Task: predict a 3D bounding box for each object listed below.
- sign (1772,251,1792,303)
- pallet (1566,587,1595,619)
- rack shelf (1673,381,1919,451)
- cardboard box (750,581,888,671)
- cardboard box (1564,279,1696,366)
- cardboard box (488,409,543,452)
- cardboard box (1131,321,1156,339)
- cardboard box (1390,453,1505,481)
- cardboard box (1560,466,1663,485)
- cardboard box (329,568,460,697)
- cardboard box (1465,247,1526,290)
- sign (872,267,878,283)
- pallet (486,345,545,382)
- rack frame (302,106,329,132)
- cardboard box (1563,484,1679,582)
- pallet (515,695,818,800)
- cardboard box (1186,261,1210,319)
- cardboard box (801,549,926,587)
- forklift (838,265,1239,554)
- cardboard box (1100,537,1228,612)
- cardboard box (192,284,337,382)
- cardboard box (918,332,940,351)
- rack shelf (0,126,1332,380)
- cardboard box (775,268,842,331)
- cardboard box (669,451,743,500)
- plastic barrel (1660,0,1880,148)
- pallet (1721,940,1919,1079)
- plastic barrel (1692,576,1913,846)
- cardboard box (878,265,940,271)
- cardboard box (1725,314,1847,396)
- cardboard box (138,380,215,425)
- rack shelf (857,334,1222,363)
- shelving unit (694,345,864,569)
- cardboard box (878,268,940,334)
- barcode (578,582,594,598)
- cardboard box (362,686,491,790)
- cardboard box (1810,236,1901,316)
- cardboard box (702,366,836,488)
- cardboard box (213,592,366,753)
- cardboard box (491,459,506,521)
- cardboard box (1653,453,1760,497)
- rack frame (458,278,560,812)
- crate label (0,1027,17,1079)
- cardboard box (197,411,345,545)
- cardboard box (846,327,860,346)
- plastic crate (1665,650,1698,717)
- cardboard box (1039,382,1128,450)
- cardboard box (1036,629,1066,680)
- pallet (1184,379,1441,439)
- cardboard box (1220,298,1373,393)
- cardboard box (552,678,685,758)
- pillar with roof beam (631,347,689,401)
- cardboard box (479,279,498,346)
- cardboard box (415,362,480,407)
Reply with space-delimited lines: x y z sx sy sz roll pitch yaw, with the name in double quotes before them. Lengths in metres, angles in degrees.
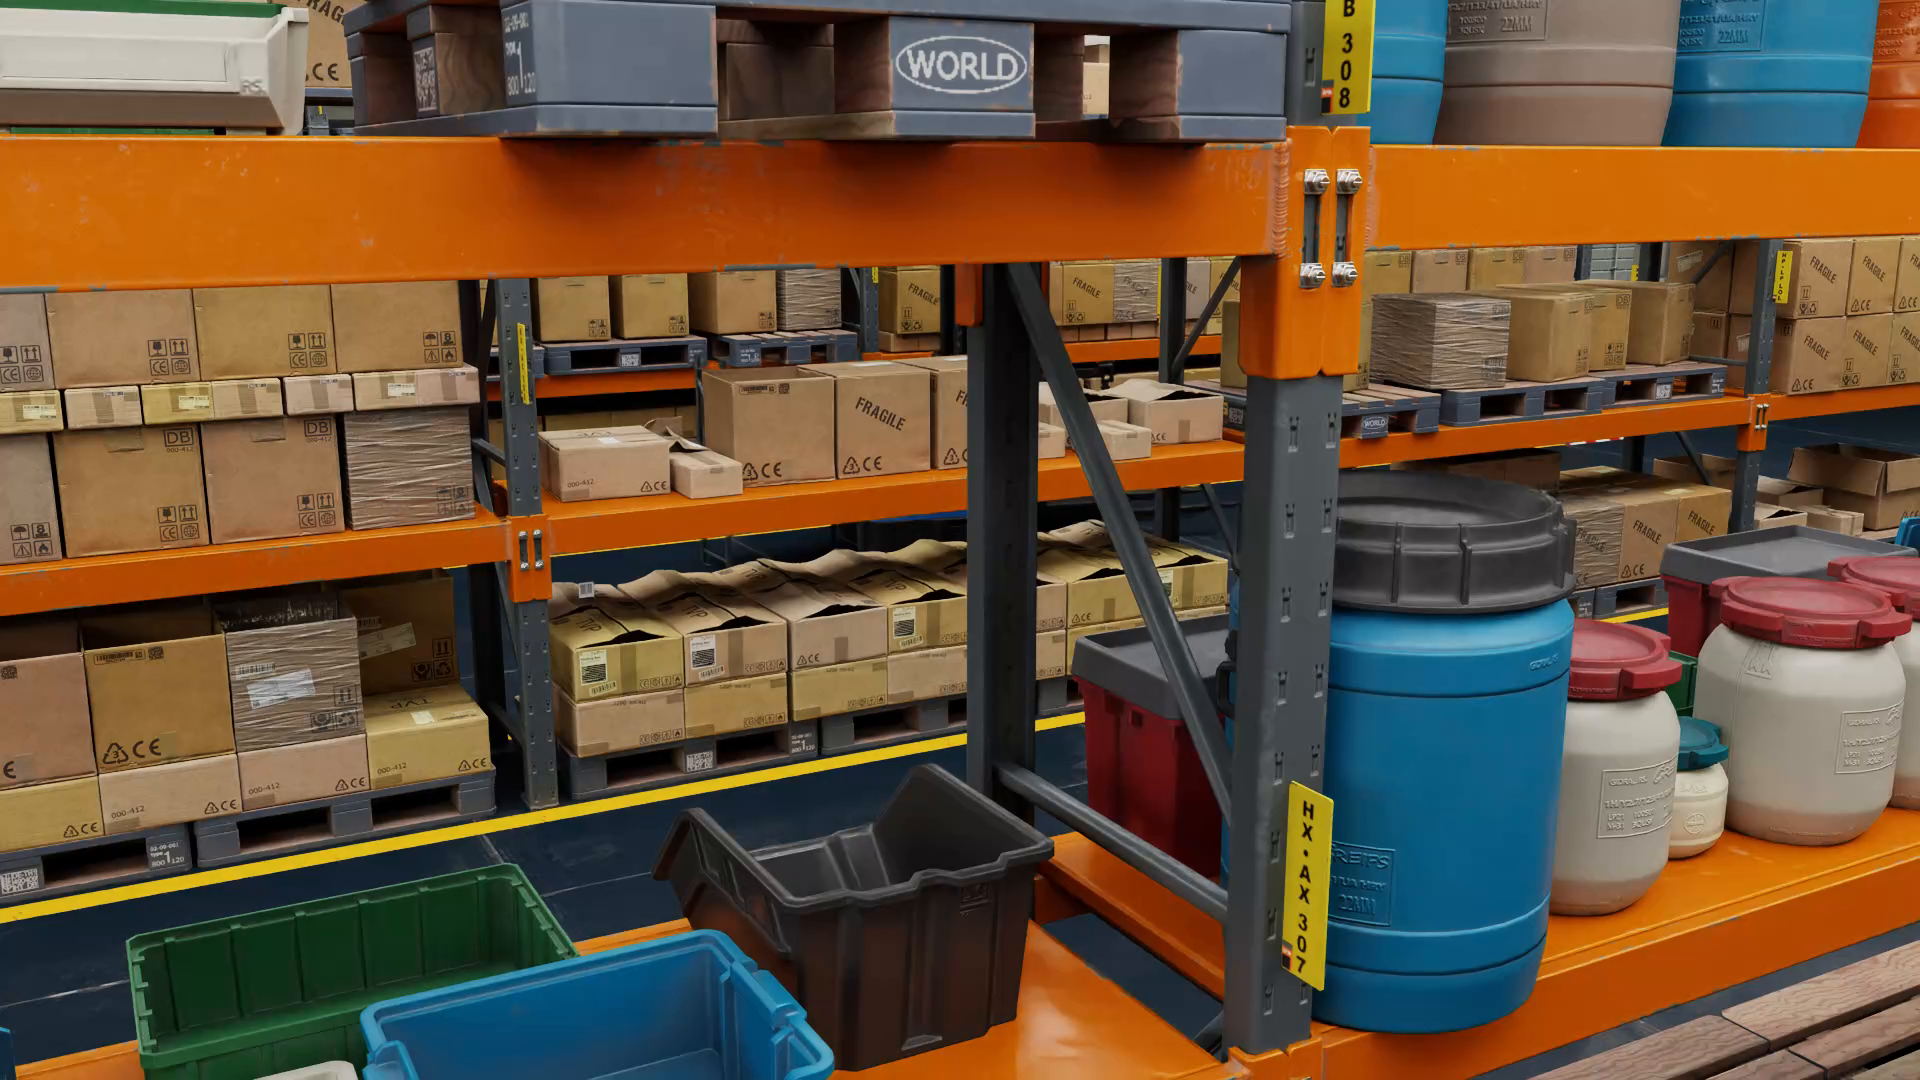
"sign" 5.225 -1.671 10.564 0.005 0.325 0.100 -7 14 -28
"pallet" 3.188 0.370 10.484 1.213 0.211 1.003 -7 14 -28
"rack shelf" 6.711 -1.072 12.179 4.000 0.370 1.077 -7 14 -28
"cardboard box" -0.689 0.390 8.072 0.500 0.311 0.500 -7 15 -30
"cardboard box" 4.433 -1.459 11.078 0.700 0.500 0.500 11 17 41
"cardboard box" -3.420 -0.814 12.377 0.500 0.250 0.500 -7 15 -29
"cardboard box" 1.509 -1.862 14.578 0.250 0.149 0.380 -7 14 -28
"cardboard box" 3.097 -0.411 10.589 0.500 0.250 0.500 -7 15 -29
"cardboard box" 4.414 -0.204 11.374 0.500 0.500 0.500 -8 15 -30
"cardboard box" -2.623 0.388 7.650 0.500 0.500 0.500 -7 14 -28
"cardboard box" 5.014 -2.600 16.646 0.700 0.700 0.980 -7 14 -28
"sign" -0.664 -2.169 12.957 0.005 0.325 0.100 -7 14 -28
"pallet" -3.702 -1.284 11.919 1.213 0.211 1.003 -7 14 -28
"rack frame" -4.443 -4.252 11.007 0.127 3.000 1.000 -7 14 -28
"cardboard box" 4.222 -0.050 10.691 0.500 0.500 0.500 -7 14 -28
"pallet" -1.438 0.904 8.109 1.213 0.211 1.003 -7 14 -28
"cardboard box" 1.851 -2.218 14.681 0.500 0.500 0.500 -7 14 -27
"cardboard box" -0.512 0.234 8.766 0.500 0.311 0.500 -7 14 -29
"forklift" 0.649 -1.457 12.409 3.031 2.935 1.130 -4 13 -18
"cardboard box" 1.103 0.174 9.034 0.500 0.311 0.500 -6 14 -26
"cardboard box" -2.896 -0.951 6.822 0.500 0.500 0.700 -7 14 -28
"cardboard box" -0.307 -1.648 13.627 0.250 0.149 0.380 -7 14 -27
"rack shelf" -1.452 -0.318 1.997 4.000 0.370 1.077 -7 14 -28
"cardboard box" -1.340 -1.958 13.248 0.500 0.500 0.700 -9 15 -34
"cardboard box" -1.191 -0.302 7.692 0.250 0.149 0.380 -7 14 -28
"plastic barrel" 1.794 -1.357 3.833 0.708 0.901 0.600 -7 14 -28
"pallet" 3.116 1.598 5.029 1.213 0.211 1.003 -7 14 -28
"plastic barrel" 1.893 0.382 3.769 0.433 0.535 0.433 0 13 0
"cardboard box" -0.385 -2.317 13.412 0.500 0.250 0.500 -6 14 -27
"cardboard box" 5.534 -1.262 11.159 0.500 0.500 0.500 -6 14 -26
"cardboard box" -3.096 -0.560 6.559 0.250 0.149 0.380 -7 14 -28
"rack shelf" 0.823 -1.605 14.549 4.000 0.370 1.077 -7 14 -28
"shelving unit" -1.267 -0.574 11.743 1.048 1.500 0.538 -7 15 -29
"cardboard box" -0.383 -1.951 13.497 0.500 0.500 0.500 -6 14 -26
"barcode" -1.643 0.219 7.309 0.075 0.075 0.001 -7 14 -28
"cardboard box" -2.369 0.857 7.277 0.500 0.250 0.500 -7 14 -28
"cardboard box" 5.957 -1.799 11.265 0.500 0.500 0.500 -7 15 -30
"cardboard box" -0.922 -0.553 8.006 0.500 0.500 0.500 -6 14 -24
"cardboard box" -2.813 0.541 6.971 0.500 0.500 0.500 -7 14 -28
"cardboard box" -3.375 -0.465 12.535 0.500 0.500 0.700 -7 15 -29
"cardboard box" 5.320 -0.322 11.900 0.500 0.500 0.500 -7 14 -28
"rack frame" -2.066 -0.371 7.425 0.127 3.000 1.000 -7 14 -28
"crate label" -1.721 0.742 2.400 0.616 0.435 0.502 -7 14 -28
"cardboard box" -2.913 -0.315 6.950 0.500 0.500 0.700 -7 14 -28
"cardboard box" -0.769 -1.717 13.932 0.250 0.149 0.380 -7 14 -27
"plastic crate" 1.697 0.450 4.261 0.662 0.188 0.450 -7 14 -28
"cardboard box" 0.567 -0.691 9.053 0.500 0.311 0.500 -7 14 -29
"cardboard box" 0.206 0.554 8.620 0.500 0.250 0.500 -6 14 -27
"pallet" 2.006 -0.783 9.693 1.003 0.211 1.213 -7 14 -28
"cardboard box" 1.943 -1.133 9.629 0.700 0.500 0.500 11 17 41
"cardboard box" -1.593 0.771 7.658 0.500 0.250 0.500 -7 15 -29
"pillar with roof beam" -0.425 -3.873 9.323 0.400 9.000 9.100 -7 14 -28
"cardboard box" -3.486 -1.693 12.070 0.500 0.500 0.700 -5 14 -22
"cardboard box" -2.202 -0.666 7.033 0.250 0.149 0.380 -7 14 -28
